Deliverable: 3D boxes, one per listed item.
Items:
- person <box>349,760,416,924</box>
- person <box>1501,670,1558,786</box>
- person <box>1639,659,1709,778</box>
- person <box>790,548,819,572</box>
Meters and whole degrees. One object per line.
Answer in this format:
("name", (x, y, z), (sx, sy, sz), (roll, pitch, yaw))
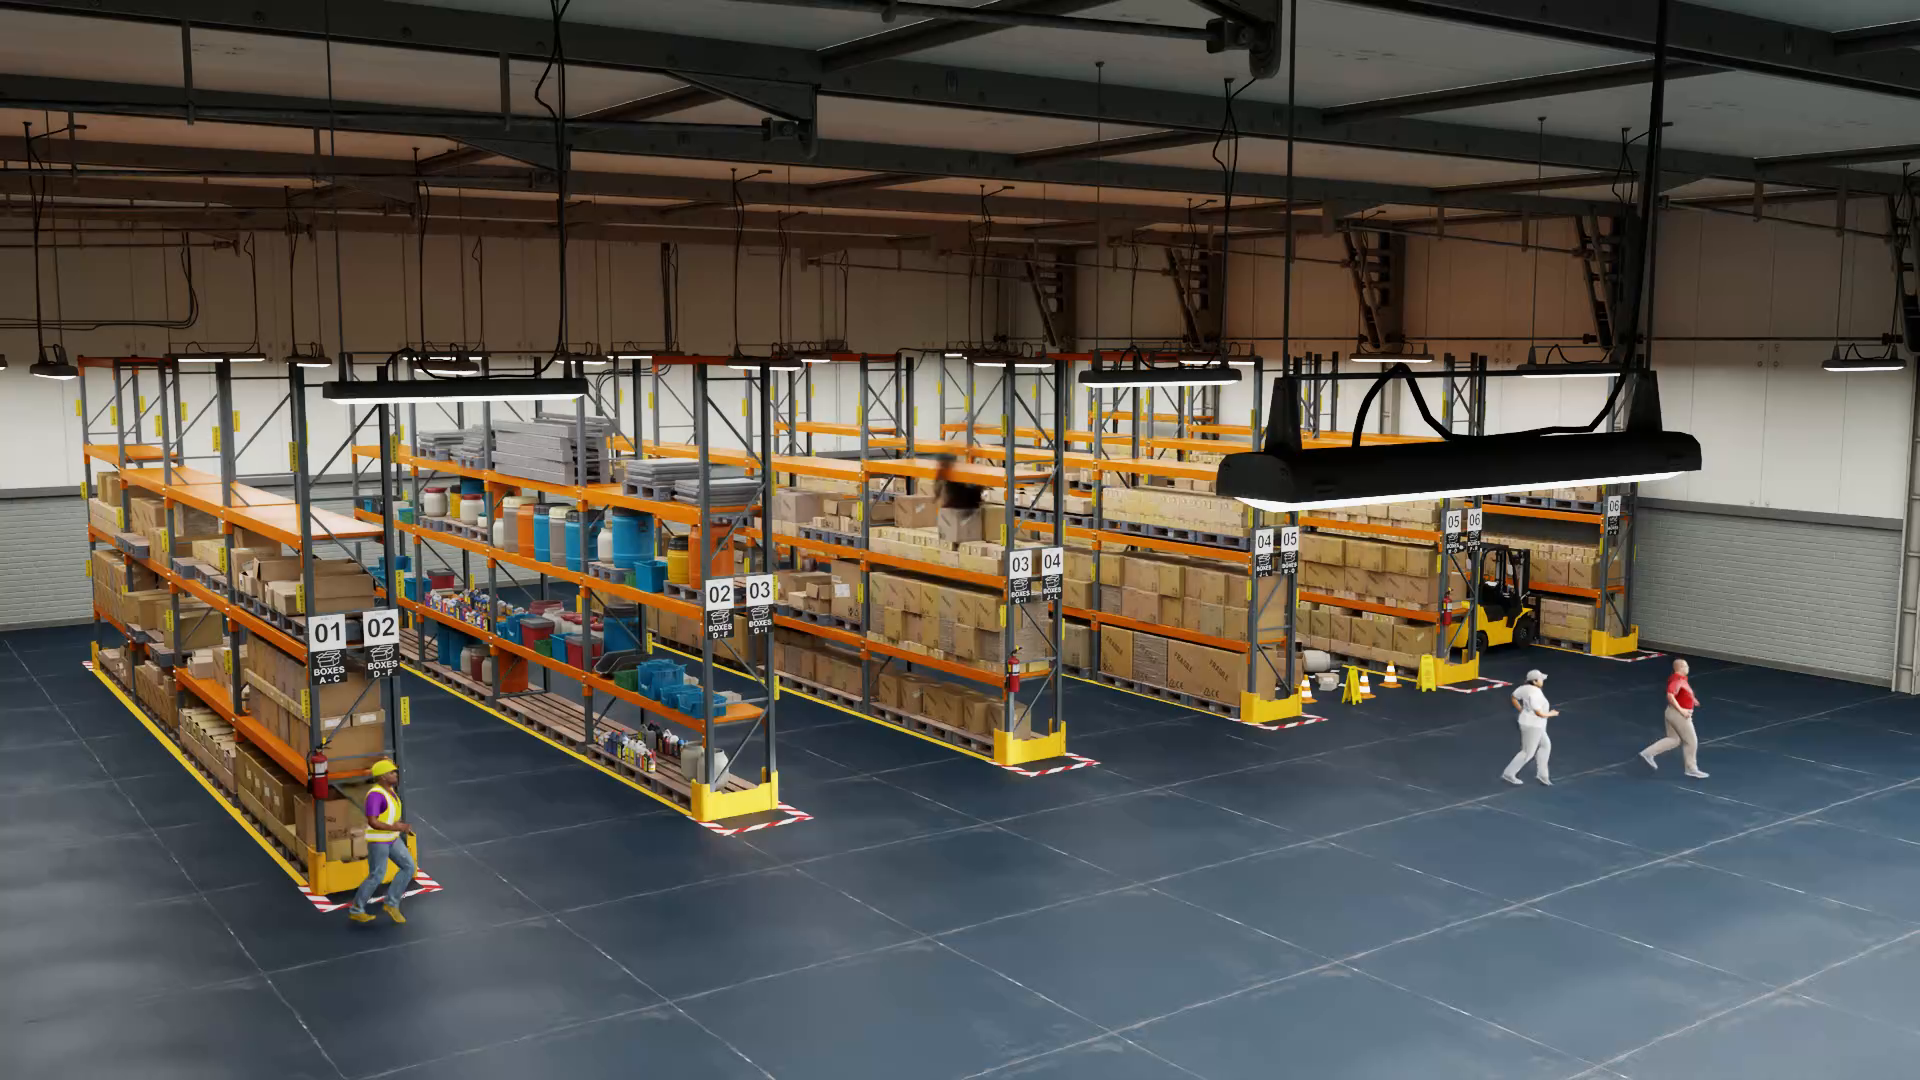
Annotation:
("person", (-6.270, 3.280, 18.092), (0.689, 1.780, 0.733), (0, 7, 1))
("person", (8.058, 2.679, 23.507), (0.759, 1.719, 0.608), (1, 7, 8))
("person", (10.354, 2.563, 24.010), (0.934, 1.717, 0.672), (1, 7, 9))
("person", (-3.428, 1.014, 36.827), (0.707, 1.753, 0.672), (-4, 8, -28))
